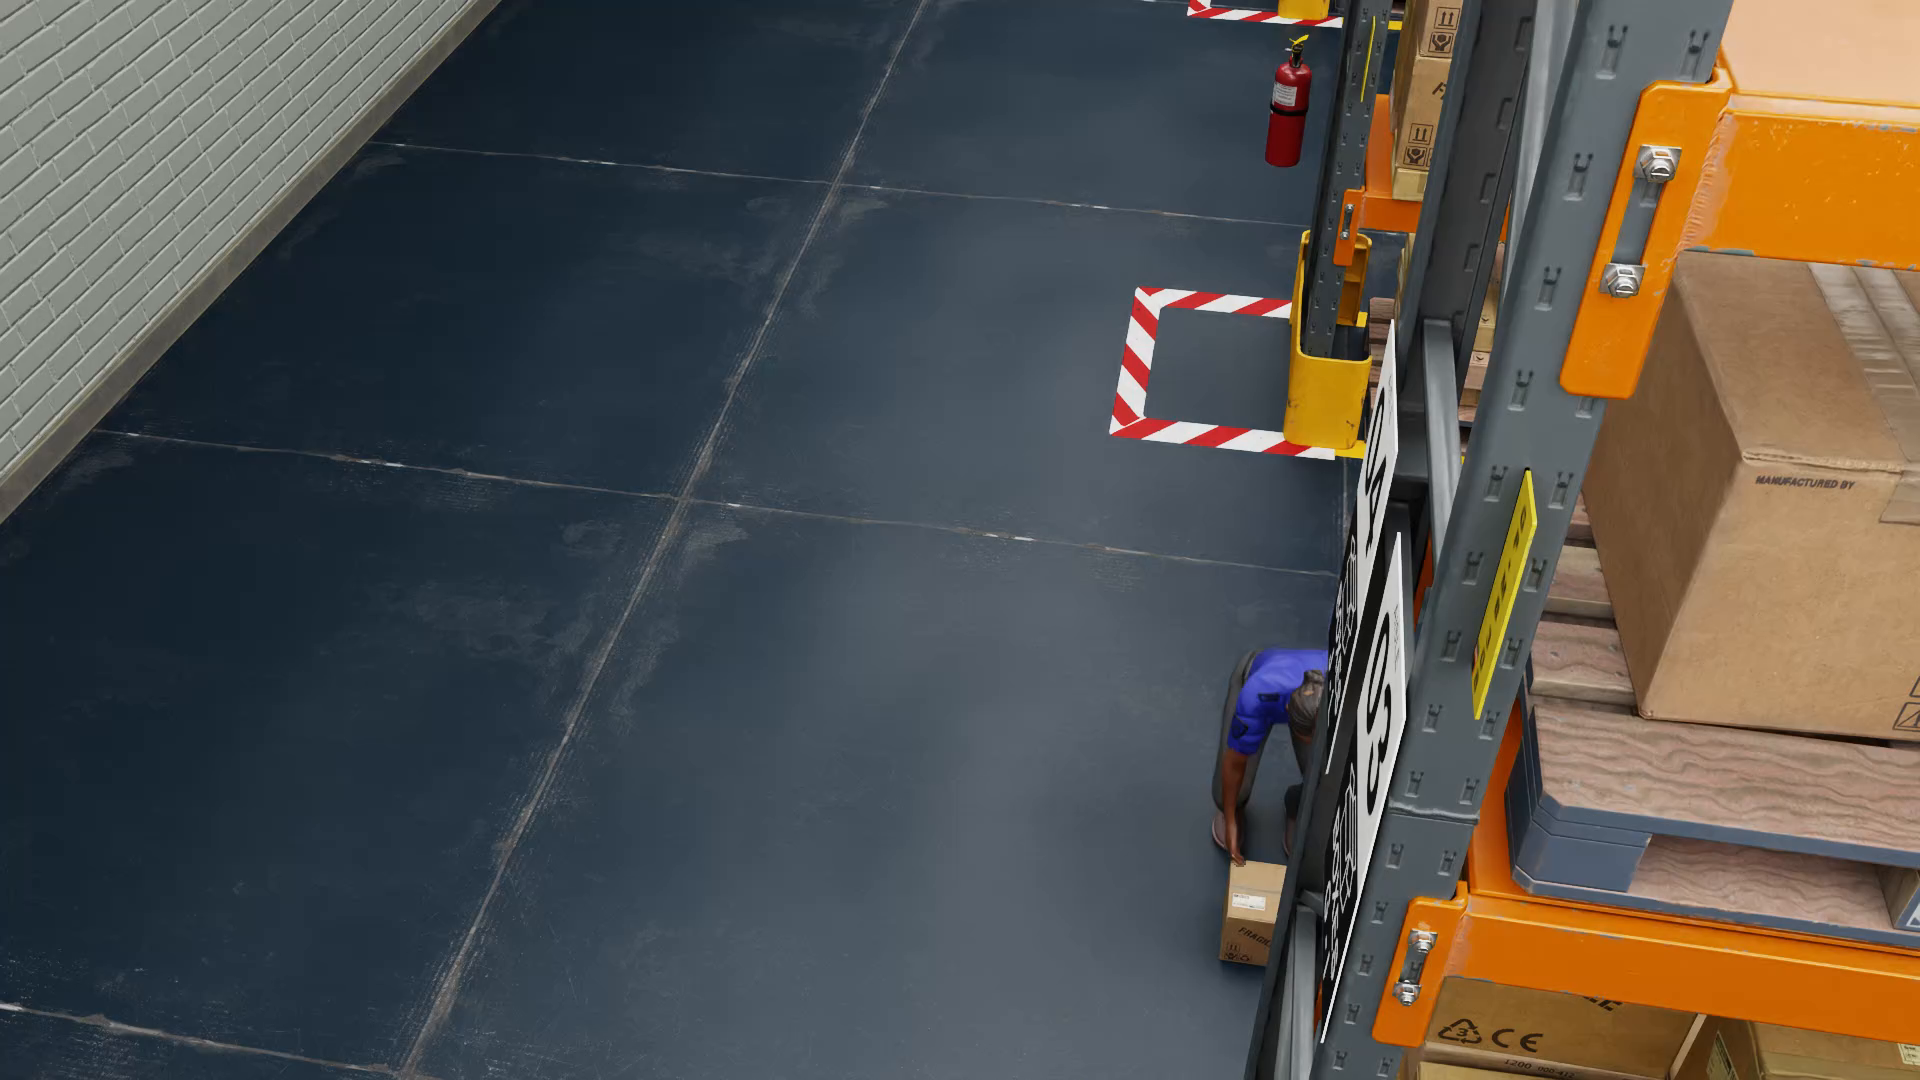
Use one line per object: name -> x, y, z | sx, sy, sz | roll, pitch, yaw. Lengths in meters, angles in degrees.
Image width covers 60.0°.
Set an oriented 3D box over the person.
person -> 1.147, 0.710, 5.766 | 0.498, 1.106, 0.749 | 7, 41, 8
